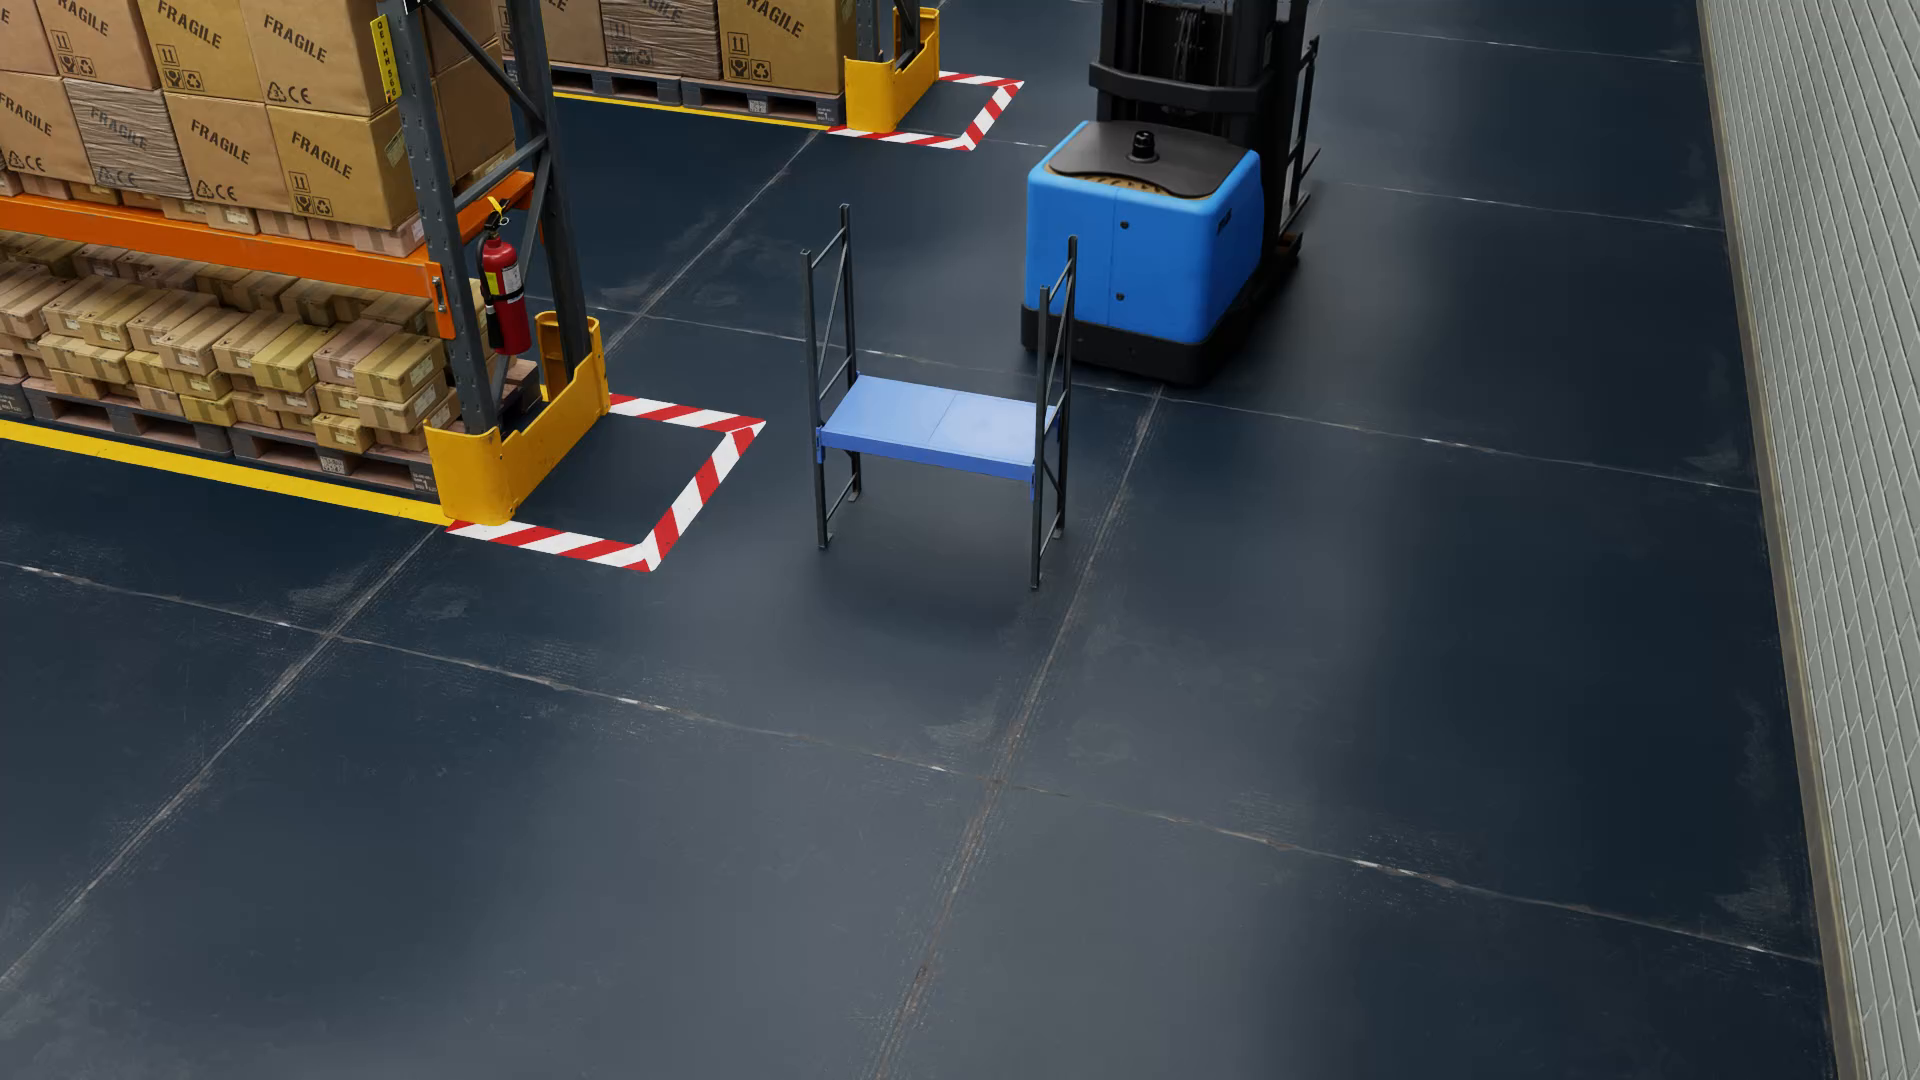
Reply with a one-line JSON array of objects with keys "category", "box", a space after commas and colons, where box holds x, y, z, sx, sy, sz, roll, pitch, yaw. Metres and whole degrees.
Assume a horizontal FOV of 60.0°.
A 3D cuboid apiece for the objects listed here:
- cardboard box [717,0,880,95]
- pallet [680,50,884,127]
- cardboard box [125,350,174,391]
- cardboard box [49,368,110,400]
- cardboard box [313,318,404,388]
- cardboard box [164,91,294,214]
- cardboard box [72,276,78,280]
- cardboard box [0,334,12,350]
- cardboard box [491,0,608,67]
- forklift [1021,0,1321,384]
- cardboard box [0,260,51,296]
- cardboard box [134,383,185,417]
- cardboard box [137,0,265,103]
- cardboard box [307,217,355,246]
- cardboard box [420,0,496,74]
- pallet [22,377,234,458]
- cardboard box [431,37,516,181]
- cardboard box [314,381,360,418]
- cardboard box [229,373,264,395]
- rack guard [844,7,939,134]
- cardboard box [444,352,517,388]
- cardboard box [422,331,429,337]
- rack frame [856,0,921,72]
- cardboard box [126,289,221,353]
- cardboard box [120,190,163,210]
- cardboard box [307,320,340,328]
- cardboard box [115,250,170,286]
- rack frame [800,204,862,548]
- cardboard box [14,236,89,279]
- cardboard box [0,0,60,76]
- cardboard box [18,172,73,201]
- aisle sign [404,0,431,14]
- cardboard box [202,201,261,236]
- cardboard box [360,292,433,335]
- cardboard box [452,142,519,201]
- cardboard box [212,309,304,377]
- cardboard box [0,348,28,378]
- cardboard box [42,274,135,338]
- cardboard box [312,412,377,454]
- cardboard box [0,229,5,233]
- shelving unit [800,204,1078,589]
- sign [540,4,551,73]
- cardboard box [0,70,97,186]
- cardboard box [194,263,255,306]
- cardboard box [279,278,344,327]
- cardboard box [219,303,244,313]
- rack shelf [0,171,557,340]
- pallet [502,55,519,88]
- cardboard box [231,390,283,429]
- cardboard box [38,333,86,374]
[{"category": "cardboard box", "box": [-1.133, -3.780, 11.793, 0.875, 0.875, 0.875, 10, 38, 14]}, {"category": "pallet", "box": [-1.285, -3.372, 12.154, 1.213, 0.211, 1.003, 10, 38, 14]}, {"category": "cardboard box", "box": [-3.896, -0.913, 8.260, 0.250, 0.149, 0.380, 12, 38, 16]}, {"category": "cardboard box", "box": [-4.389, -0.885, 8.473, 0.250, 0.149, 0.380, 10, 37, 13]}, {"category": "cardboard box", "box": [-2.877, -0.898, 7.988, 0.250, 0.149, 0.380, 11, 38, 15]}, {"category": "cardboard box", "box": [-3.069, -1.798, 7.327, 0.500, 0.500, 0.500, 10, 37, 13]}, {"category": "cardboard box", "box": [-4.763, -1.404, 8.927, 0.250, 0.149, 0.380, 11, 38, 14]}, {"category": "cardboard box", "box": [-4.872, -1.147, 8.577, 0.250, 0.149, 0.380, 9, 37, 12]}, {"category": "cardboard box", "box": [-2.851, -4.098, 12.225, 0.875, 0.875, 0.875, 10, 38, 14]}, {"category": "forklift", "box": [1.414, -2.864, 9.168, 1.130, 2.935, 3.031, 15, 39, 20]}, {"category": "cardboard box", "box": [-4.867, -1.267, 8.490, 0.250, 0.149, 0.380, 10, 37, 13]}, {"category": "cardboard box", "box": [-3.897, -0.795, 8.351, 0.250, 0.149, 0.380, 11, 38, 15]}, {"category": "cardboard box", "box": [-3.068, -2.202, 7.033, 0.500, 0.500, 0.500, 9, 37, 12]}, {"category": "cardboard box", "box": [-2.695, -1.472, 7.431, 0.250, 0.149, 0.380, 10, 38, 14]}, {"category": "cardboard box", "box": [-2.423, -2.402, 7.305, 0.500, 0.500, 0.500, 10, 38, 14]}, {"category": "pallet", "box": [-4.072, -0.881, 8.769, 1.213, 0.211, 1.003, 10, 38, 14]}, {"category": "cardboard box", "box": [-2.420, -2.006, 7.609, 0.500, 0.500, 0.500, 12, 38, 16]}, {"category": "cardboard box", "box": [-2.896, -0.759, 8.051, 0.250, 0.149, 0.380, 10, 37, 13]}, {"category": "cardboard box", "box": [-3.385, -0.879, 8.214, 0.250, 0.149, 0.380, 10, 38, 13]}, {"category": "rack guard", "box": [-0.475, -3.388, 11.931, 0.348, 0.500, 1.175, 10, 38, 14]}, {"category": "cardboard box", "box": [-2.478, -0.905, 8.499, 0.250, 0.149, 0.380, 11, 38, 15]}, {"category": "cardboard box", "box": [-2.742, -1.069, 8.472, 0.250, 0.149, 0.380, 10, 38, 14]}, {"category": "rack frame", "box": [-0.498, -4.399, 11.196, 0.127, 3.000, 1.000, 10, 38, 14]}, {"category": "cardboard box", "box": [-3.882, -1.079, 8.234, 0.250, 0.149, 0.380, 9, 37, 12]}, {"category": "cardboard box", "box": [-3.672, -1.684, 7.720, 0.250, 0.149, 0.380, 9, 37, 12]}, {"category": "cardboard box", "box": [-3.214, -1.169, 8.607, 0.250, 0.149, 0.380, 12, 38, 15]}, {"category": "cardboard box", "box": [-4.207, -1.473, 8.770, 0.250, 0.149, 0.380, 9, 37, 12]}, {"category": "rack frame", "box": [-0.567, -0.709, 7.448, 0.032, 1.500, 0.500, 10, 38, 14]}, {"category": "cardboard box", "box": [-4.754, -1.509, 8.819, 0.250, 0.149, 0.380, 12, 38, 15]}, {"category": "cardboard box", "box": [-4.073, -2.381, 7.276, 0.500, 0.500, 0.500, 9, 37, 12]}, {"category": "cardboard box", "box": [-4.177, -1.754, 7.815, 0.250, 0.149, 0.380, 12, 38, 16]}, {"category": "aisle sign", "box": [-2.093, -2.474, 6.388, 0.004, 0.787, 0.394, 10, 38, 14]}, {"category": "cardboard box", "box": [-3.189, -1.539, 7.523, 0.250, 0.149, 0.380, 11, 38, 15]}, {"category": "cardboard box", "box": [-2.771, -1.136, 8.312, 0.250, 0.149, 0.380, 11, 38, 15]}, {"category": "cardboard box", "box": [-2.285, -1.752, 7.811, 0.250, 0.149, 0.380, 10, 38, 14]}, {"category": "cardboard box", "box": [-3.390, -0.953, 8.063, 0.250, 0.149, 0.380, 9, 37, 12]}, {"category": "cardboard box", "box": [-4.876, -1.014, 8.648, 0.250, 0.149, 0.380, 10, 37, 13]}, {"category": "cardboard box", "box": [-4.364, -1.175, 8.364, 0.250, 0.149, 0.380, 9, 37, 12]}, {"category": "cardboard box", "box": [-2.914, -0.594, 8.078, 0.250, 0.149, 0.380, 12, 38, 15]}, {"category": "cardboard box", "box": [-5.219, -1.639, 8.996, 0.250, 0.149, 0.380, 11, 38, 14]}, {"category": "shelving unit", "box": [-0.081, -0.619, 7.326, 1.048, 1.500, 0.538, 10, 38, 14]}, {"category": "sign", "box": [-1.912, -2.266, 7.568, 0.005, 0.325, 0.100, 10, 38, 14]}, {"category": "cardboard box", "box": [-4.029, -1.976, 7.569, 0.500, 0.500, 0.500, 12, 38, 16]}, {"category": "cardboard box", "box": [-3.734, -1.377, 8.639, 0.250, 0.149, 0.380, 11, 38, 15]}, {"category": "cardboard box", "box": [-3.235, -1.250, 8.467, 0.250, 0.149, 0.380, 9, 37, 12]}, {"category": "cardboard box", "box": [-3.767, -1.187, 8.632, 0.250, 0.149, 0.380, 12, 38, 16]}, {"category": "rack shelf", "box": [-3.982, -1.674, 8.101, 4.000, 0.370, 1.077, 10, 38, 14]}, {"category": "pallet", "box": [-3.614, -3.804, 12.740, 1.213, 0.211, 1.003, 10, 38, 14]}, {"category": "cardboard box", "box": [-3.380, -0.726, 8.256, 0.250, 0.149, 0.380, 11, 38, 14]}, {"category": "cardboard box", "box": [-4.395, -1.004, 8.384, 0.250, 0.149, 0.380, 10, 38, 14]}]
